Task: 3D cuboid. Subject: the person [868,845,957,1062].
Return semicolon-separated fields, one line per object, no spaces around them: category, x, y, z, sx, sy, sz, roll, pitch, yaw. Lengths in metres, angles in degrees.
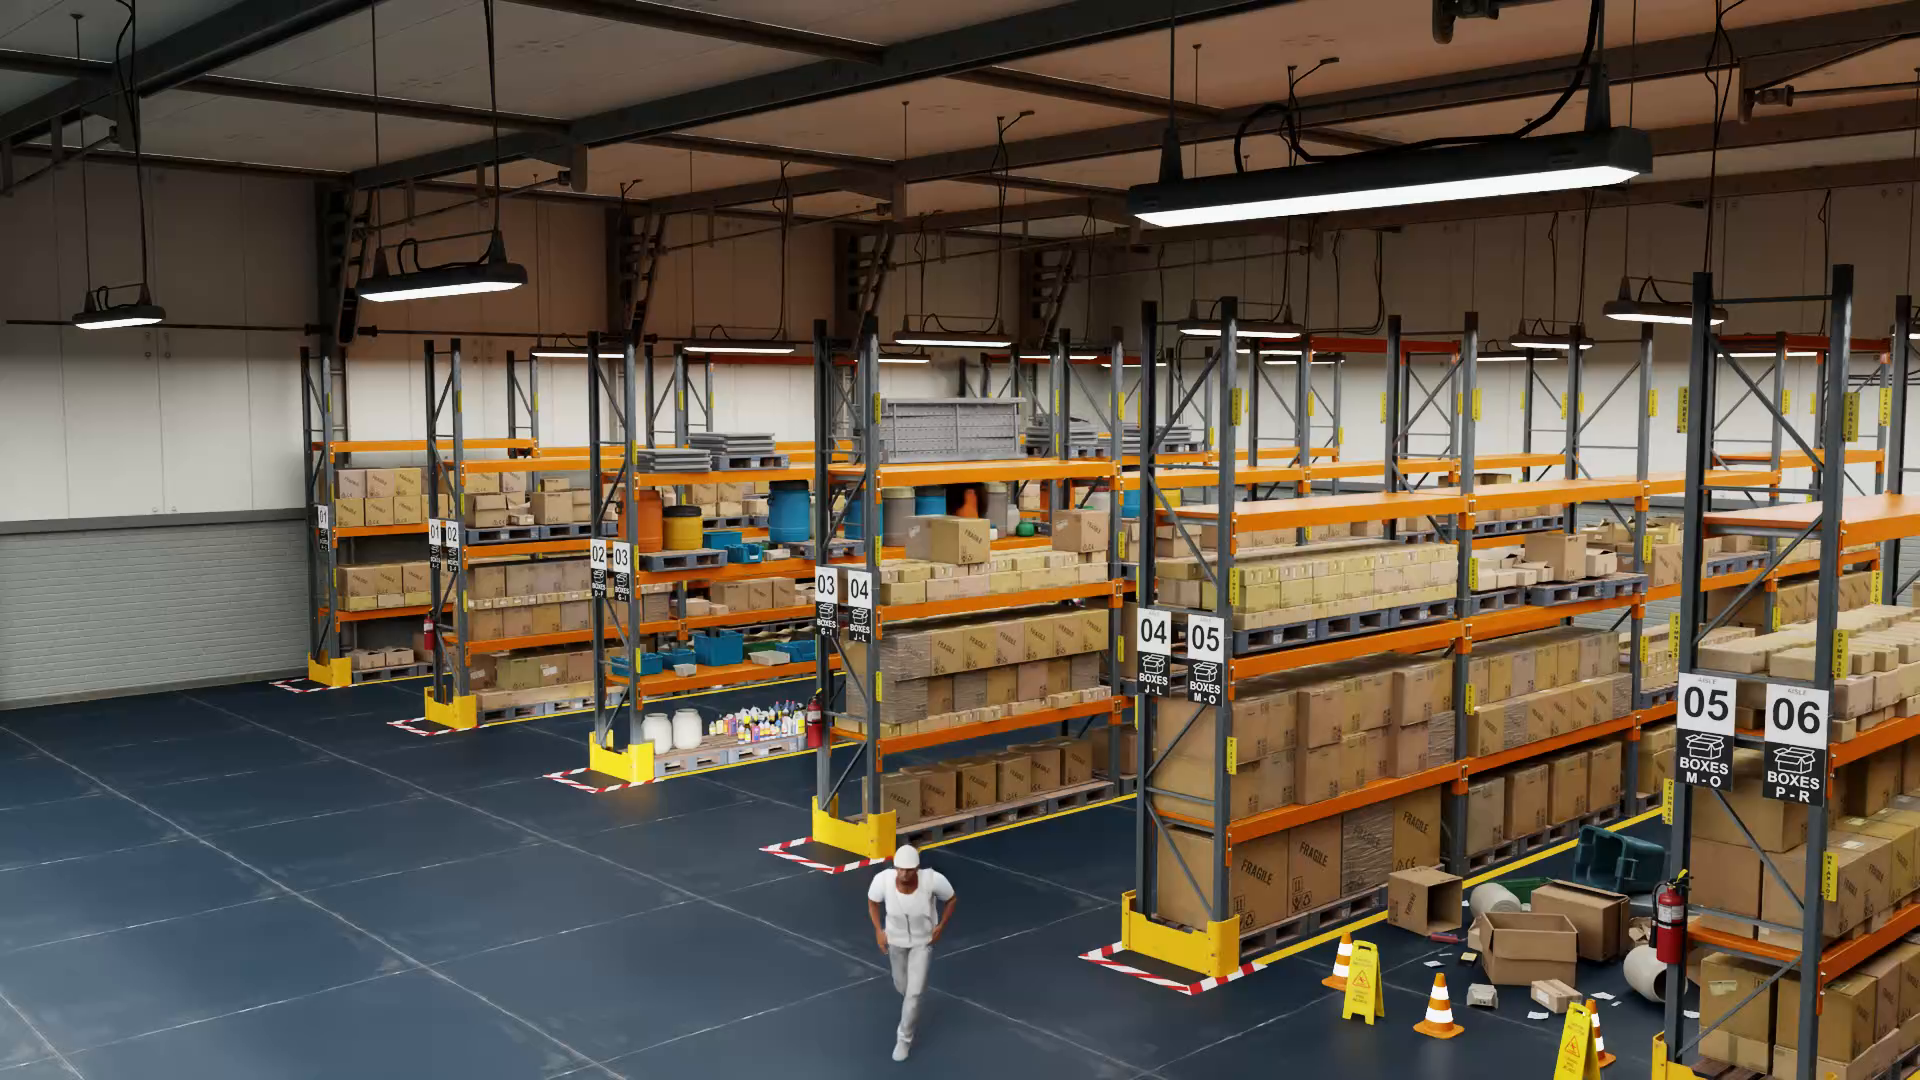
person;-0.375;3.183;13.210;0.706;1.708;0.970;0;5;2
